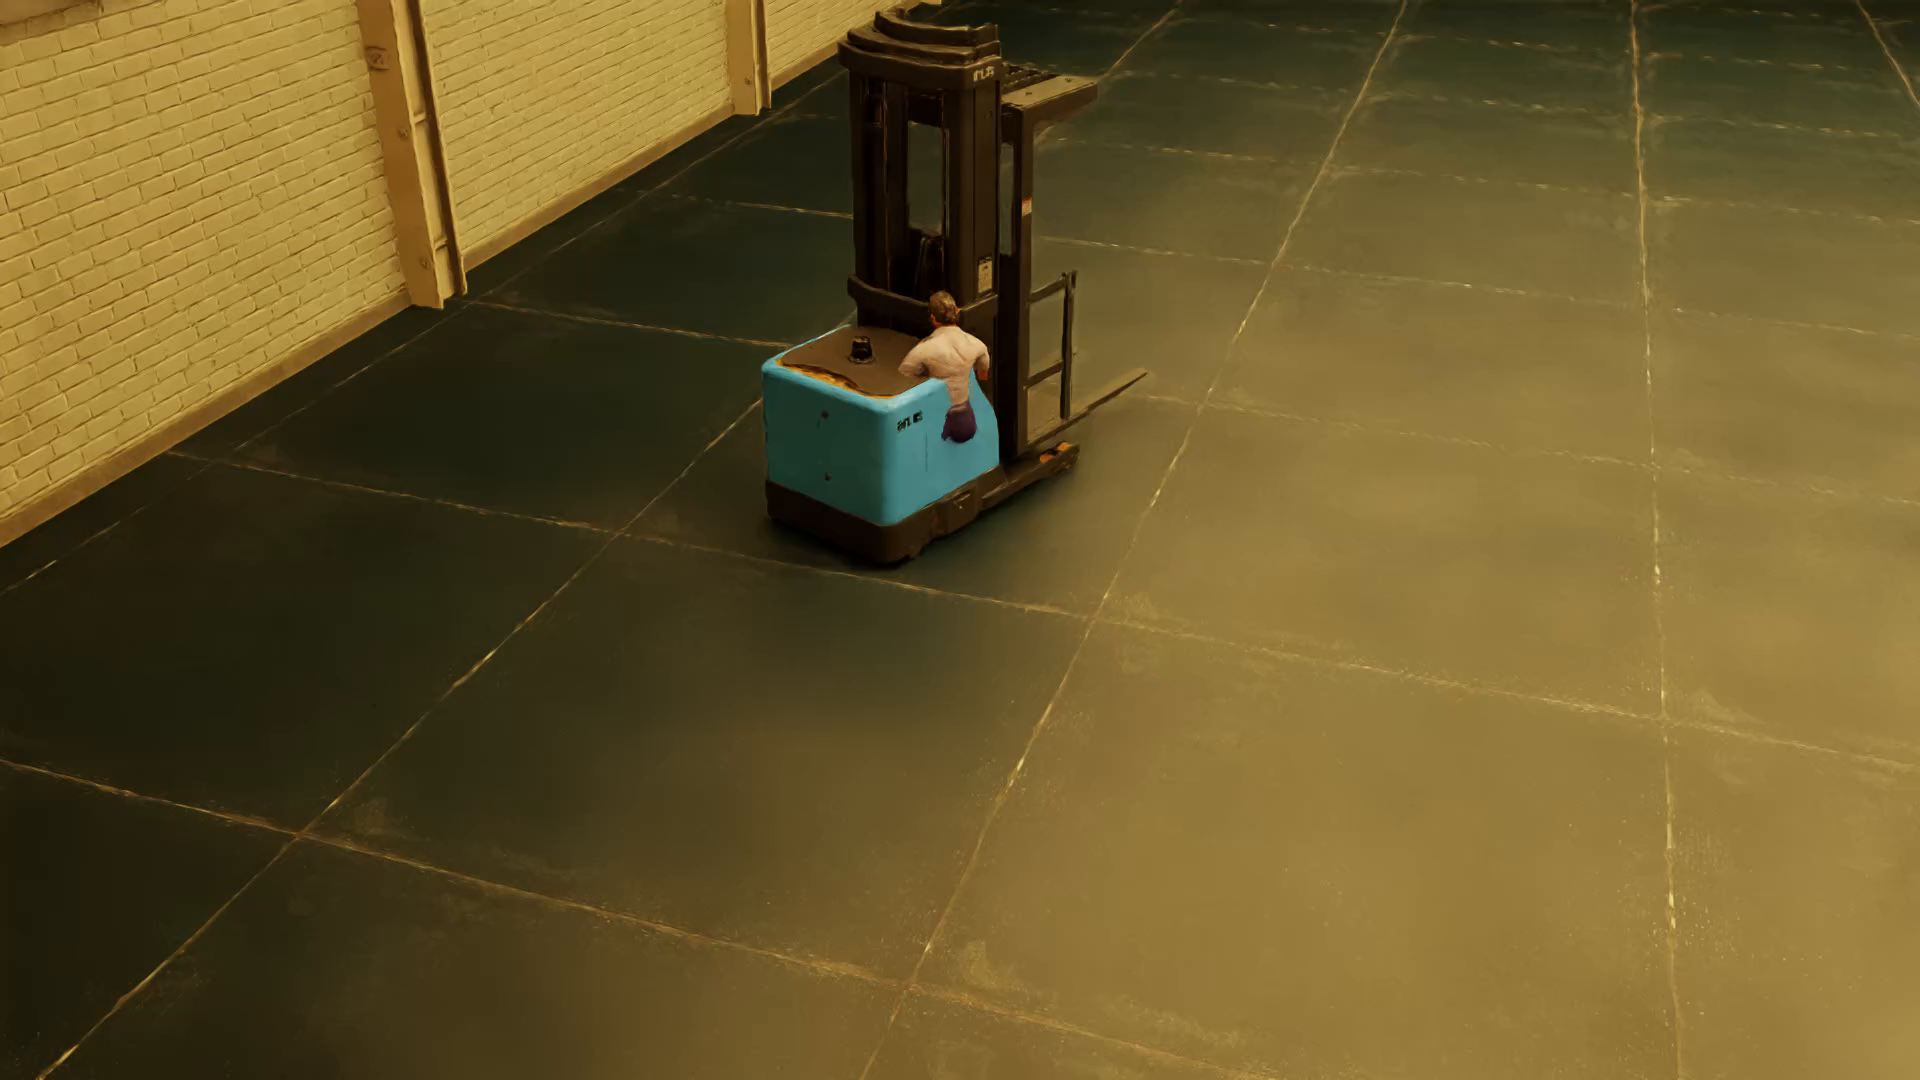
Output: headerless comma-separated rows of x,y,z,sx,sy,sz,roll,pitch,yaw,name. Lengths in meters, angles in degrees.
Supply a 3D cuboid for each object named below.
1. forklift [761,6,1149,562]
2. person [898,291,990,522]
0.126,-1.807,10.307,1.130,2.935,3.031,22,36,33,forklift
-0.123,-0.869,10.017,0.742,1.423,0.811,-14,32,-23,person
